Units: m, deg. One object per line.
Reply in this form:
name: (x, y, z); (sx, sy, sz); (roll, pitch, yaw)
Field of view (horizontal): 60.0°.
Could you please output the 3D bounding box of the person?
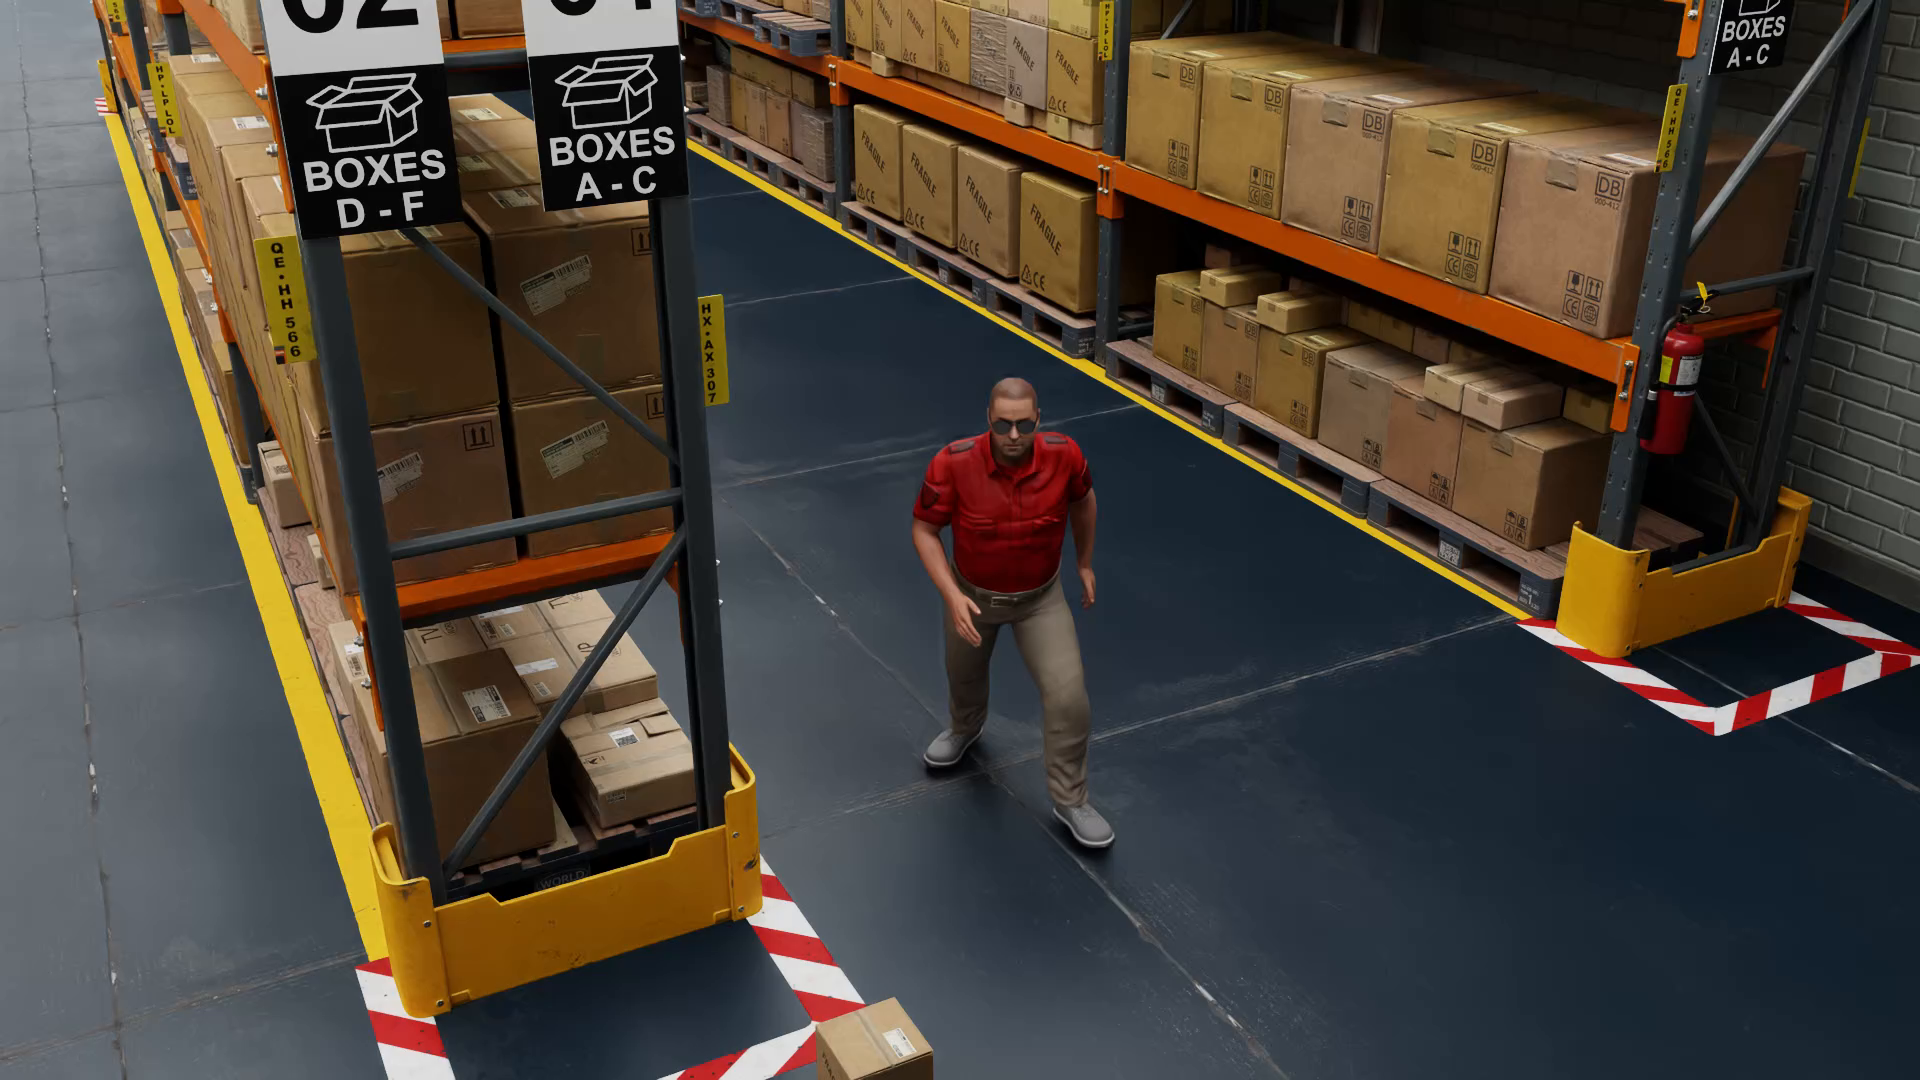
person: (0.187, 0.180, 5.779); (0.702, 1.660, 0.837); (0, 25, 0)
